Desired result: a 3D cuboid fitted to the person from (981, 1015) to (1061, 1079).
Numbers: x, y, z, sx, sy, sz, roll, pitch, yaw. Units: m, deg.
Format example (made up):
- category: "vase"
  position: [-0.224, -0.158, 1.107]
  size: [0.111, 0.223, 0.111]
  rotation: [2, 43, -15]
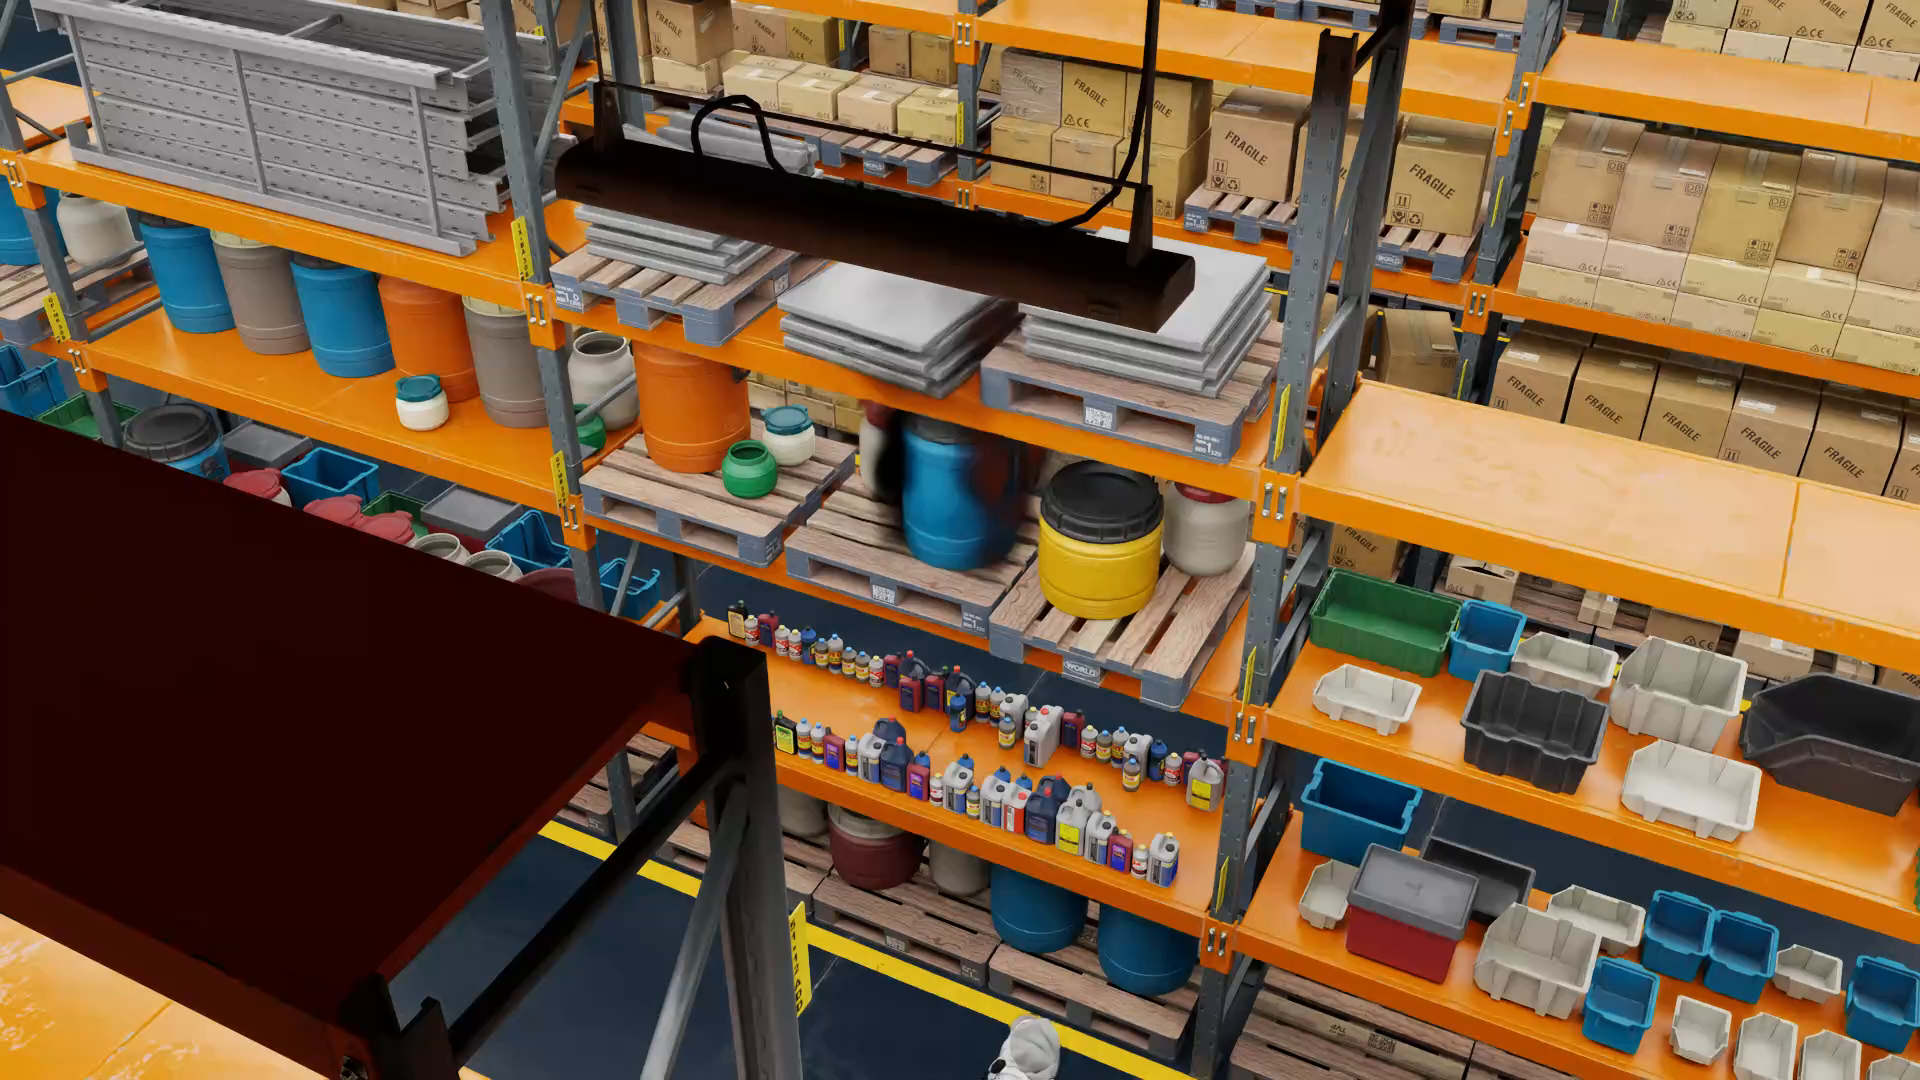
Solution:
- category: "person"
  position: [0.350, 2.851, 8.367]
  size: [0.917, 1.637, 0.564]
  rotation: [6, 36, 9]
